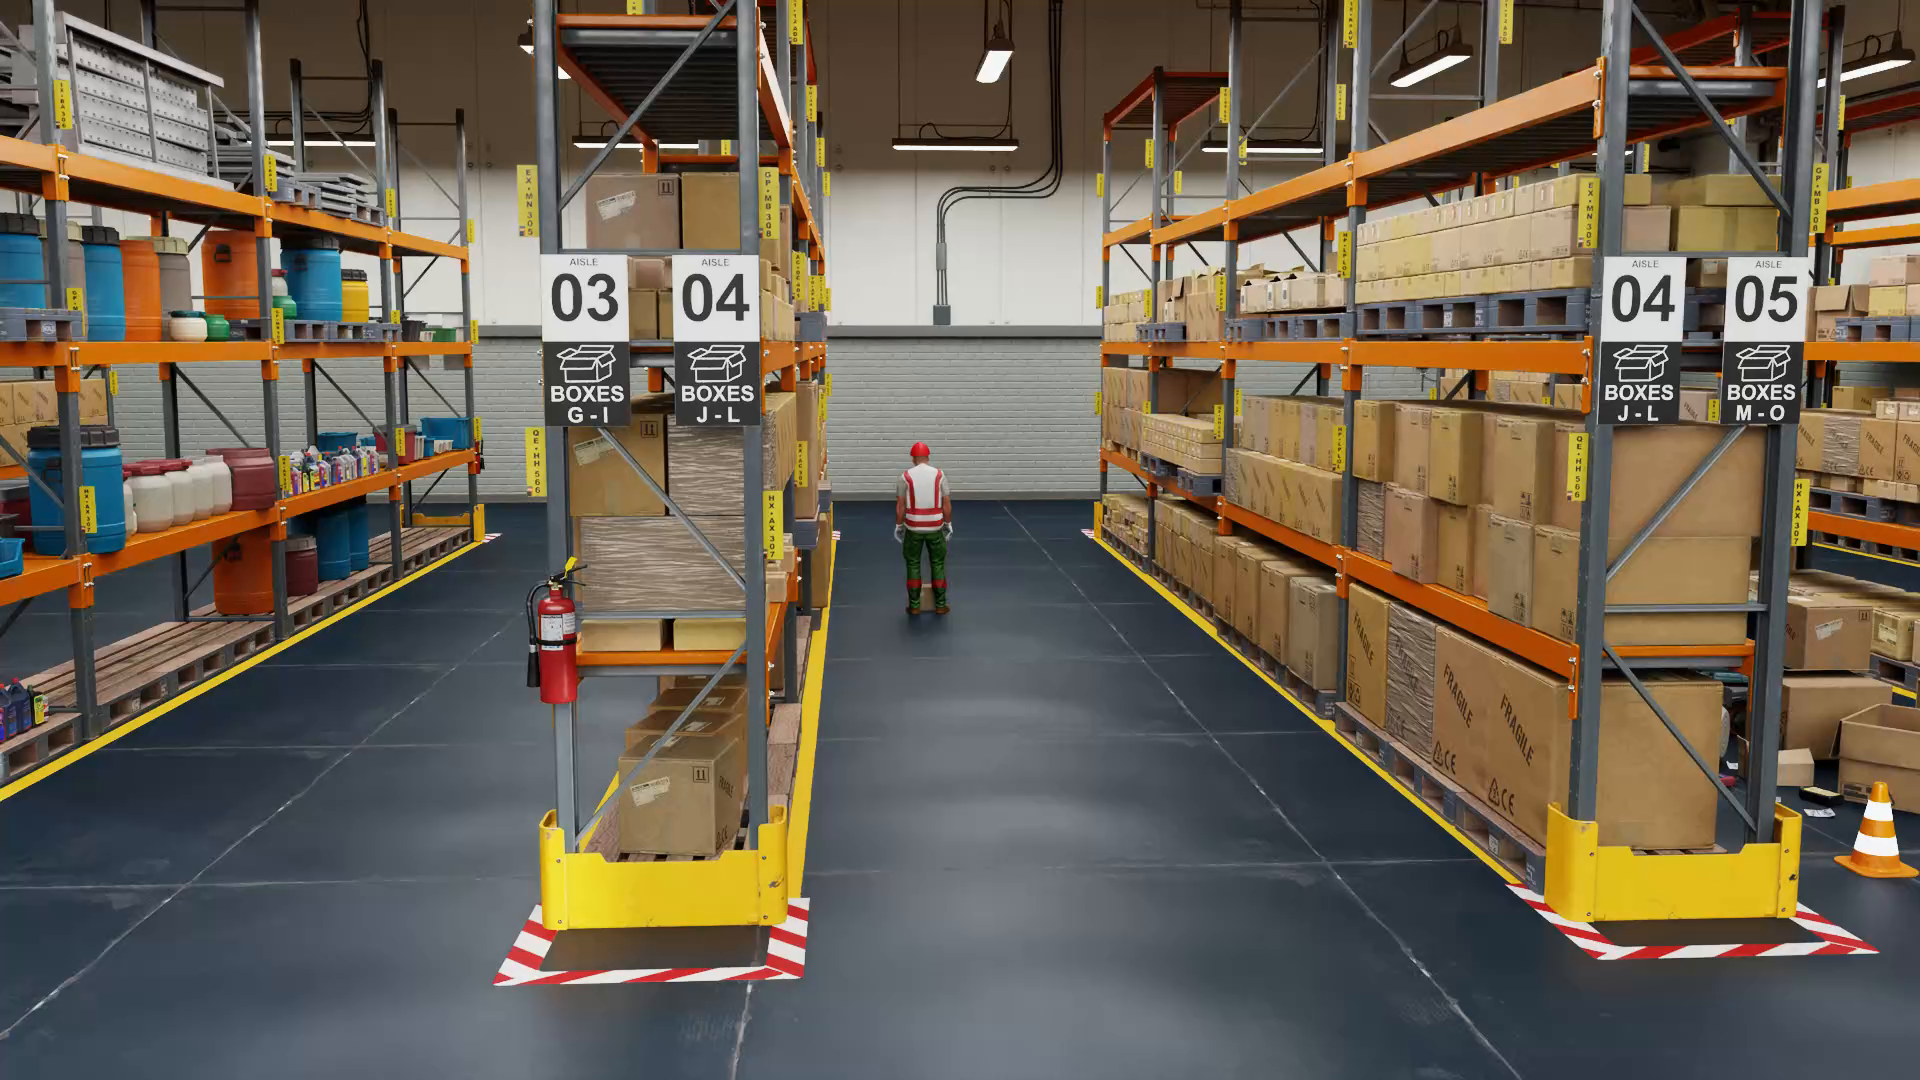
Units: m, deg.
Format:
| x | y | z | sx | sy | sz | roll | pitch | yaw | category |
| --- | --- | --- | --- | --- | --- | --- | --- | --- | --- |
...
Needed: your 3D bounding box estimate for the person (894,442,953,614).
| x | y | z | sx | sy | sz | roll | pitch | yaw | category |
| --- | --- | --- | --- | --- | --- | --- | --- | --- | --- |
| -0.379 | -0.125 | 17.233 | 0.611 | 1.778 | 0.451 | -1 | 7 | -7 | person |
